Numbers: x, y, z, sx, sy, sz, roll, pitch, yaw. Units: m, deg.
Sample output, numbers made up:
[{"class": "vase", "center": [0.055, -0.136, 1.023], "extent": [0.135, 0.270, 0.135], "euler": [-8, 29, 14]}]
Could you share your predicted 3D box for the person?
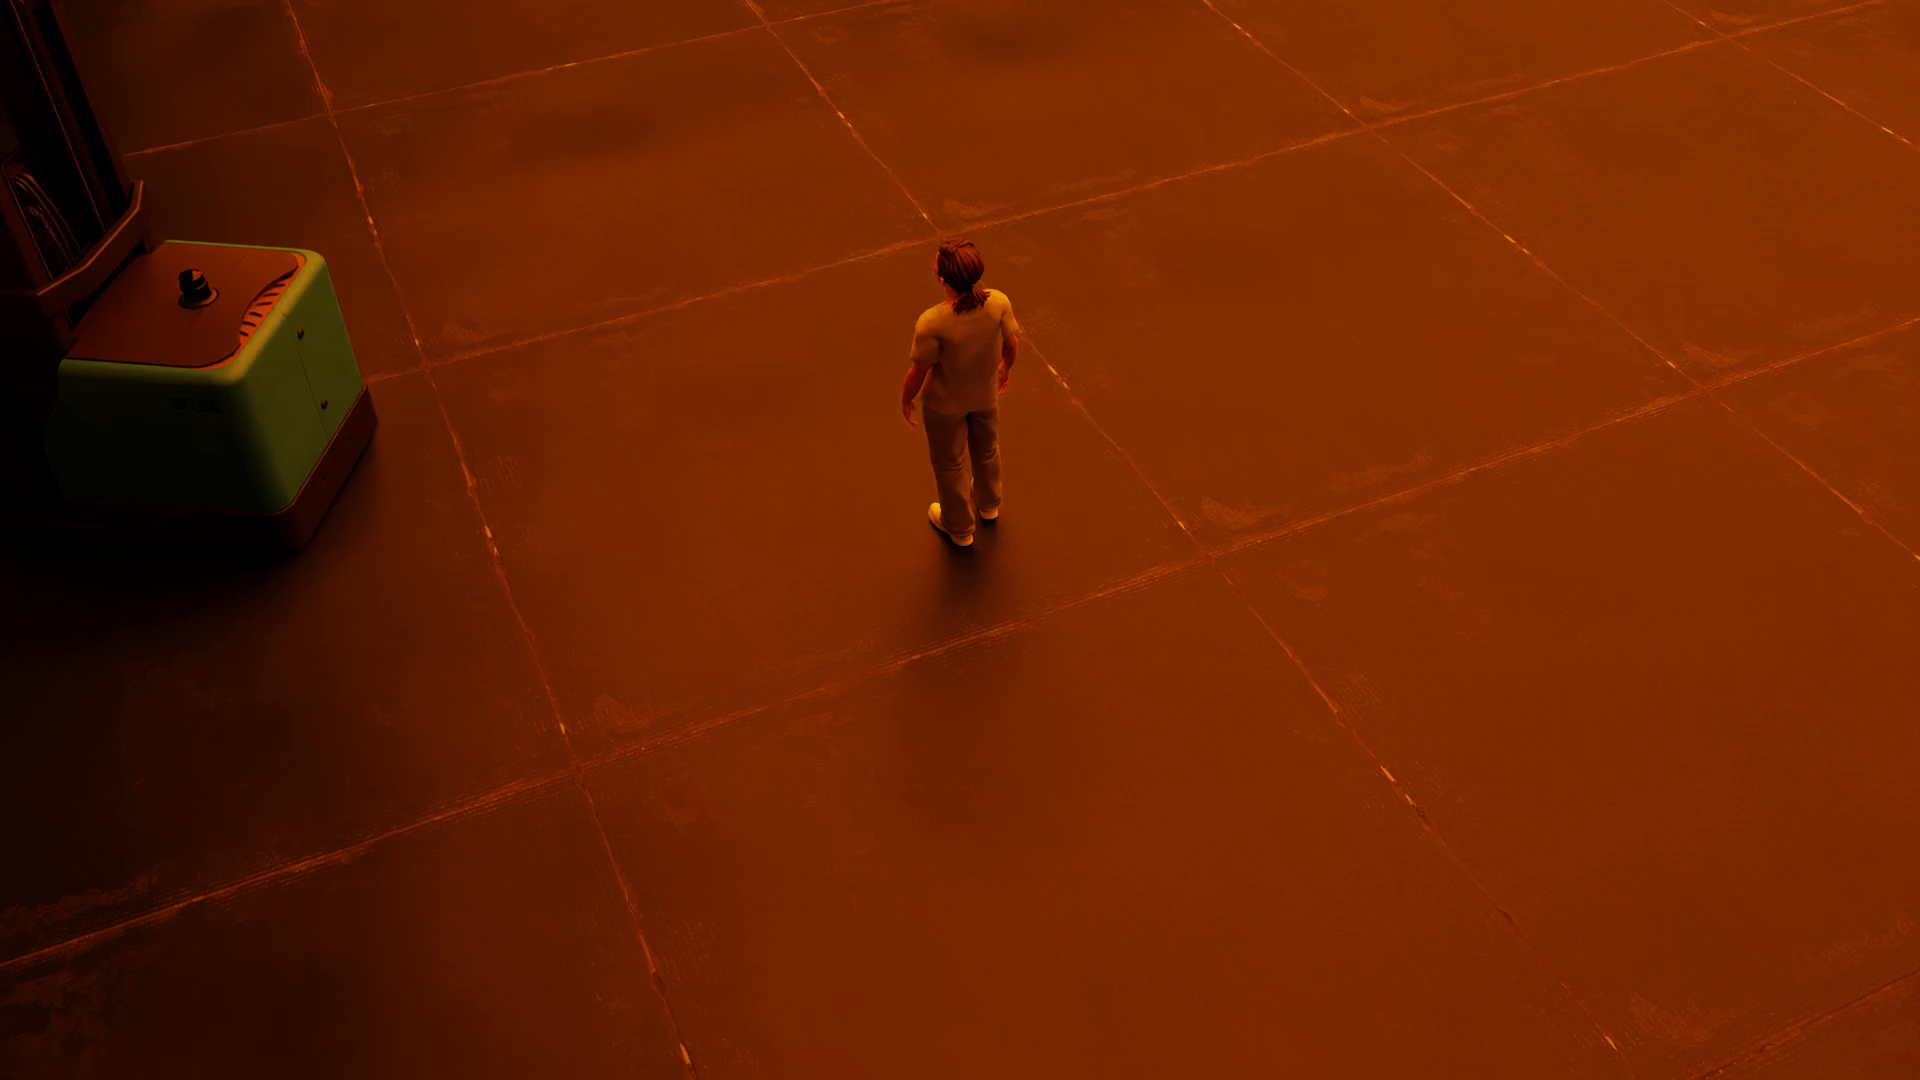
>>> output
[{"class": "person", "center": [-0.019, -0.667, 7.304], "extent": [0.550, 1.675, 0.549], "euler": [-18, 46, -18]}]

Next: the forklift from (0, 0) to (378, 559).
[{"class": "forklift", "center": [-4.475, -1.427, 7.209], "extent": [3.031, 2.935, 1.130], "euler": [5, 43, 5]}]
